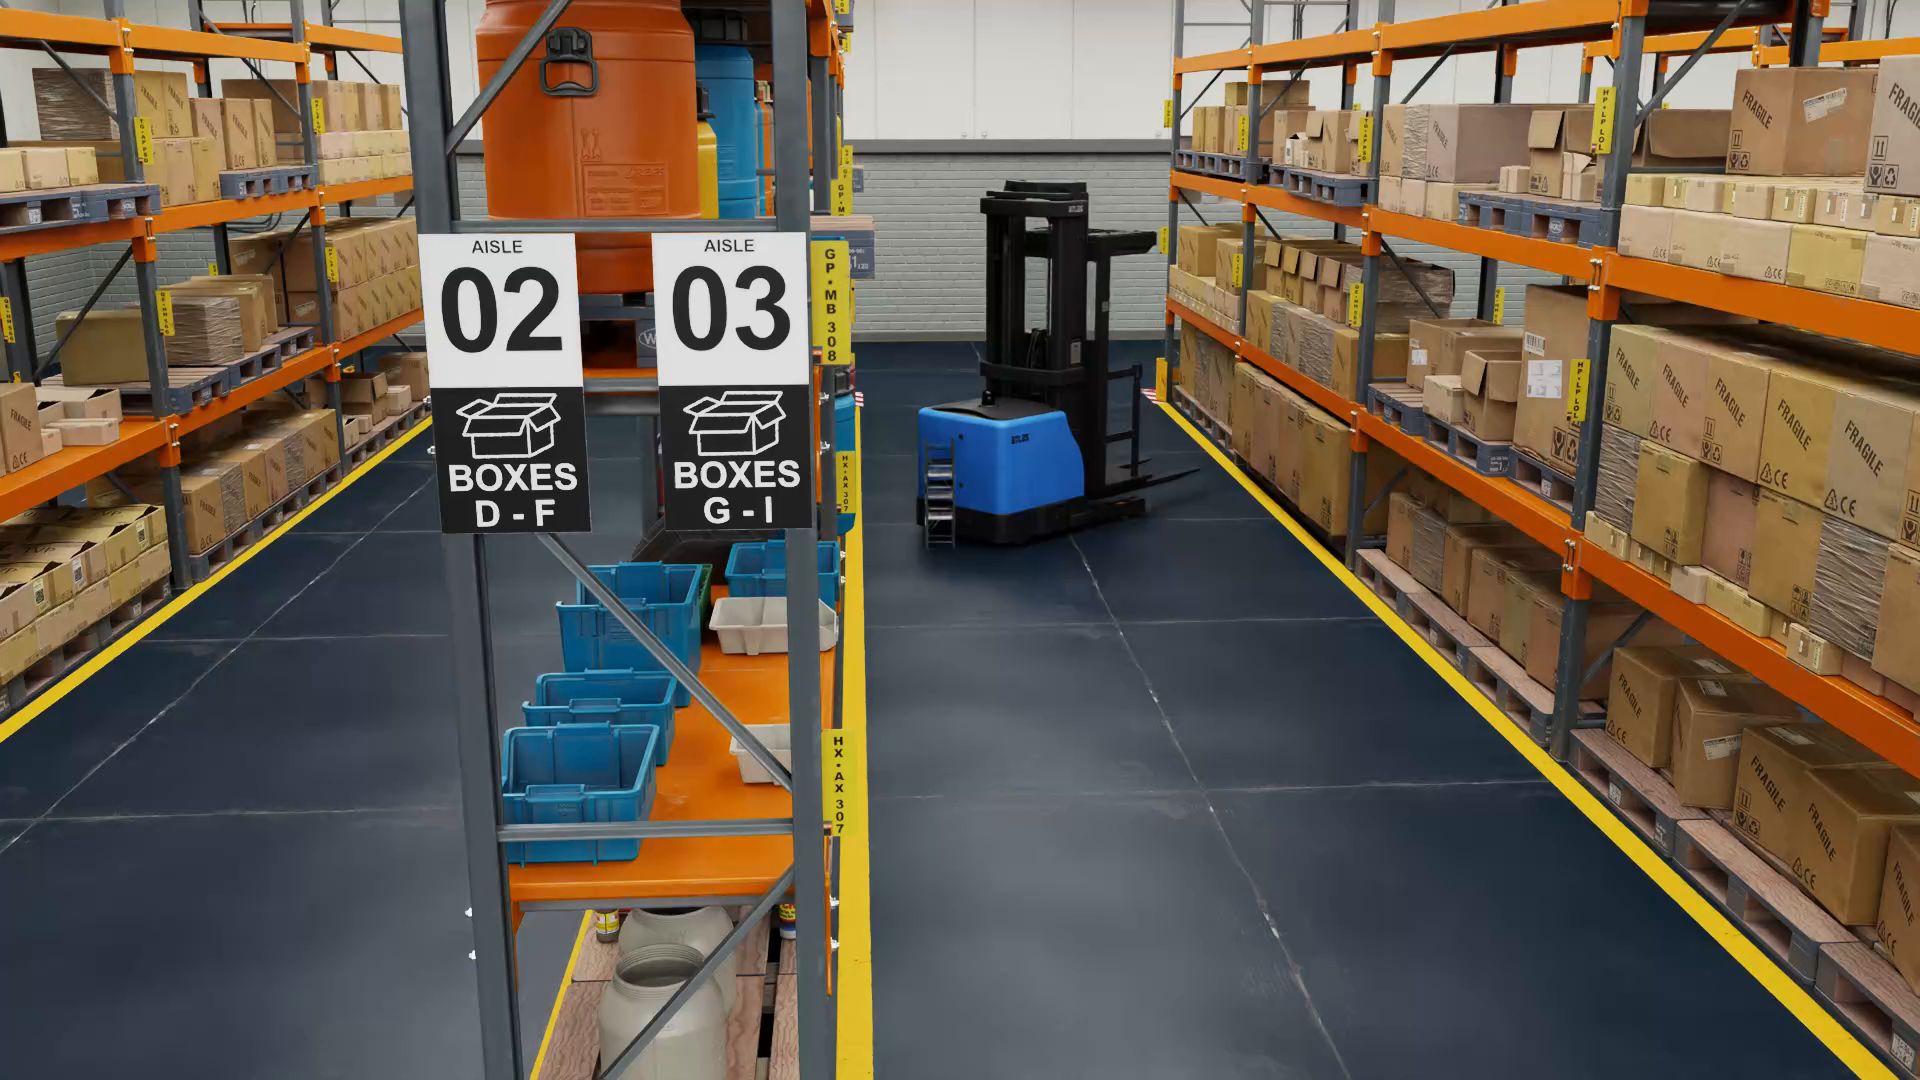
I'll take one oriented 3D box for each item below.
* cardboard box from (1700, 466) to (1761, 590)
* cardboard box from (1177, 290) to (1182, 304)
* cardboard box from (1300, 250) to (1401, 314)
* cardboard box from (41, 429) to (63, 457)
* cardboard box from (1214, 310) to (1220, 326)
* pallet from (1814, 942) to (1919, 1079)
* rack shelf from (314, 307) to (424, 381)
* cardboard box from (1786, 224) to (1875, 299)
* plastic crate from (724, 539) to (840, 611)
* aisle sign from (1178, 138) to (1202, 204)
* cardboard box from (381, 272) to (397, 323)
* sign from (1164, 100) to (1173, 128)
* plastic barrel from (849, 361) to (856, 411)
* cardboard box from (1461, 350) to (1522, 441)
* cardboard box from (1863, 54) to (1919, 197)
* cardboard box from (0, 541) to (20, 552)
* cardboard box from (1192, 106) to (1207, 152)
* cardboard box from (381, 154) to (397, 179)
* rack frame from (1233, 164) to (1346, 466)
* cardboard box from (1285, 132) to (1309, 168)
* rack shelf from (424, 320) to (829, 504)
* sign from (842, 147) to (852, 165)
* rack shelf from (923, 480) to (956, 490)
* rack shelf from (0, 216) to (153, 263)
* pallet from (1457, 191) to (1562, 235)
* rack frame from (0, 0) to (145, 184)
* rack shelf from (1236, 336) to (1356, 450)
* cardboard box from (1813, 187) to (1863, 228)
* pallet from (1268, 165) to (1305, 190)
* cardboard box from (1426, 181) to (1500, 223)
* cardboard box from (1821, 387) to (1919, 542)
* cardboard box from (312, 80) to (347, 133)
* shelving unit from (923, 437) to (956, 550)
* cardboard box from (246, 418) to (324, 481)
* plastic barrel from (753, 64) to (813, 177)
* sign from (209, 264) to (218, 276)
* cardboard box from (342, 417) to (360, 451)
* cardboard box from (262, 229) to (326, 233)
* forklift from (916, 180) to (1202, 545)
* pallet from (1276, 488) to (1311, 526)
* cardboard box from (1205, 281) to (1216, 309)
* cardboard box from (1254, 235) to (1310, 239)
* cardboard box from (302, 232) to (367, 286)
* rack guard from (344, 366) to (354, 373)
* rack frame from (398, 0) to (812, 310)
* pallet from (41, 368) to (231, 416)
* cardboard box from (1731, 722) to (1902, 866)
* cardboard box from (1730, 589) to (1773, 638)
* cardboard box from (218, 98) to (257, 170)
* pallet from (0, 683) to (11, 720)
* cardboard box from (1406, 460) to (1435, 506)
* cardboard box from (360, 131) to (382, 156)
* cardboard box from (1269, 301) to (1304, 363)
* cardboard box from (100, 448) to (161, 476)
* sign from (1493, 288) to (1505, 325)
[{"bbox_3d":[3.897,-0.067,7.470,0.875,0.500,0.500,-1,14,-3],"label":"cardboard box"},{"bbox_3d":[2.786,-2.877,19.693,0.380,0.149,0.250,-1,14,-5],"label":"cardboard box"},{"bbox_3d":[3.441,-2.275,14.636,0.797,0.503,0.637,0,14,-2],"label":"cardboard box"},{"bbox_3d":[-6.197,-0.640,10.999,0.380,0.149,0.250,0,14,1],"label":"cardboard box"},{"bbox_3d":[2.914,-2.366,17.706,0.380,0.149,0.250,-1,14,-2],"label":"cardboard box"},{"bbox_3d":[4.031,1.889,6.263,1.003,0.211,1.213,-1,14,-3],"label":"pallet"},{"bbox_3d":[-6.704,-2.222,18.086,1.077,0.370,4.000,-1,14,-3],"label":"rack shelf"},{"bbox_3d":[3.674,-1.113,6.614,0.500,0.250,0.500,-1,14,-4],"label":"cardboard box"},{"bbox_3d":[-0.801,0.184,7.589,0.499,0.251,0.616,-1,14,-3],"label":"plastic crate"},{"bbox_3d":[2.756,-4.492,20.248,0.394,0.787,0.004,-1,14,-3],"label":"aisle sign"},{"bbox_3d":[-6.436,-2.630,18.029,0.500,0.500,0.500,-1,14,-4],"label":"cardboard box"},{"bbox_3d":[2.505,-5.127,20.000,0.100,0.325,0.005,-1,14,-3],"label":"sign"},{"bbox_3d":[-1.057,-1.109,12.043,0.600,0.536,0.708,-1,14,-3],"label":"plastic barrel"},{"bbox_3d":[3.604,-0.918,10.526,0.797,0.503,0.637,1,14,2],"label":"cardboard box"},{"bbox_3d":[3.702,-1.509,6.052,0.500,0.500,0.500,-1,14,-3],"label":"cardboard box"},{"bbox_3d":[-6.523,0.171,10.893,0.500,0.311,0.500,-1,14,-5],"label":"cardboard box"},{"bbox_3d":[3.060,-4.702,19.019,0.700,0.500,0.500,-1,14,-5],"label":"cardboard box"},{"bbox_3d":[-6.469,-4.075,18.127,0.500,0.250,0.500,-1,14,-3],"label":"cardboard box"},{"bbox_3d":[3.308,-2.225,16.654,1.000,3.000,0.127,-1,14,-3],"label":"rack frame"},{"bbox_3d":[3.286,-3.564,15.173,0.500,0.311,0.500,-1,14,-5],"label":"cardboard box"},{"bbox_3d":[-1.016,-0.766,6.406,1.077,0.370,4.000,-1,14,-3],"label":"rack shelf"},{"bbox_3d":[-1.087,-3.613,16.013,0.100,0.325,0.005,-1,14,-3],"label":"sign"},{"bbox_3d":[-0.168,-0.440,13.703,0.258,0.077,0.200,-1,14,-3],"label":"rack shelf"},{"bbox_3d":[-6.208,-1.685,9.979,1.077,0.370,4.000,-1,14,-3],"label":"rack shelf"},{"bbox_3d":[3.804,-2.010,10.176,1.213,0.211,1.003,-1,14,-3],"label":"pallet"},{"bbox_3d":[-6.332,-3.983,11.449,1.000,3.000,0.127,-1,14,-3],"label":"rack frame"},{"bbox_3d":[3.431,-1.379,14.810,1.077,0.370,4.000,-1,14,-3],"label":"rack shelf"},{"bbox_3d":[3.684,-1.336,6.678,0.380,0.149,0.250,-1,14,-2],"label":"cardboard box"},{"bbox_3d":[3.414,-3.358,15.421,0.805,0.209,1.217,-1,15,-6],"label":"pallet"},{"bbox_3d":[3.403,-2.234,10.970,0.500,0.250,0.500,-1,14,-2],"label":"cardboard box"},{"bbox_3d":[3.705,-0.299,6.364,0.500,0.500,0.500,-1,14,-3],"label":"cardboard box"},{"bbox_3d":[-6.538,-4.305,16.512,0.700,0.500,0.500,-1,14,-3],"label":"cardboard box"},{"bbox_3d":[-0.168,-0.385,13.717,0.258,0.900,0.210,-1,14,-3],"label":"shelving unit"},{"bbox_3d":[-6.241,-0.834,15.381,0.500,0.500,0.500,-1,14,-3],"label":"cardboard box"},{"bbox_3d":[-1.420,-3.159,12.559,0.600,0.830,0.708,-1,14,-3],"label":"plastic barrel"},{"bbox_3d":[-7.121,-2.482,15.915,0.100,0.325,0.005,-1,14,-3],"label":"sign"},{"bbox_3d":[-6.390,-1.091,16.762,0.500,0.311,0.500,-1,14,-3],"label":"cardboard box"},{"bbox_3d":[-6.935,-2.980,17.381,0.500,0.500,0.500,-1,14,-3],"label":"cardboard box"},{"bbox_3d":[1.009,-1.673,14.646,1.130,2.935,3.031,13,20,42],"label":"forklift"},{"bbox_3d":[3.509,-0.380,15.078,1.003,0.211,1.213,-1,14,-3],"label":"pallet"},{"bbox_3d":[2.952,-2.658,18.040,0.500,0.250,0.500,-1,14,-2],"label":"cardboard box"},{"bbox_3d":[3.473,-3.034,17.999,0.500,0.500,0.500,-1,14,-5],"label":"cardboard box"},{"bbox_3d":[-6.361,-2.855,16.897,0.500,0.500,0.500,-1,14,-5],"label":"cardboard box"},{"bbox_3d":[-6.823,-1.838,20.167,1.175,0.500,0.348,-1,14,-3],"label":"rack guard"},{"bbox_3d":[-0.892,-2.069,4.010,1.000,3.000,0.127,-1,14,-3],"label":"rack frame"},{"bbox_3d":[-6.444,-1.153,12.871,1.213,0.211,1.003,-1,14,-3],"label":"pallet"},{"bbox_3d":[3.948,1.168,7.643,0.500,0.500,0.500,-2,15,-8],"label":"cardboard box"},{"bbox_3d":[3.623,0.317,7.277,0.380,0.149,0.250,-1,14,-3],"label":"cardboard box"},{"bbox_3d":[-6.558,-3.533,14.476,0.600,0.600,0.600,-1,14,-4],"label":"cardboard box"},{"bbox_3d":[-6.169,1.085,9.387,1.003,0.211,1.213,-1,14,-3],"label":"pallet"},{"bbox_3d":[3.627,-0.430,12.305,0.500,0.250,0.500,0,14,-1],"label":"cardboard box"},{"bbox_3d":[-6.445,-4.193,17.581,0.500,0.250,0.500,-1,14,-3],"label":"cardboard box"},{"bbox_3d":[3.149,-1.906,15.212,0.500,0.500,0.500,-1,14,-5],"label":"cardboard box"},{"bbox_3d":[-6.632,-0.687,13.304,0.500,0.250,0.500,0,14,-1],"label":"cardboard box"},{"bbox_3d":[4.096,-1.763,12.695,0.100,0.325,0.005,-1,14,-3],"label":"sign"}]
